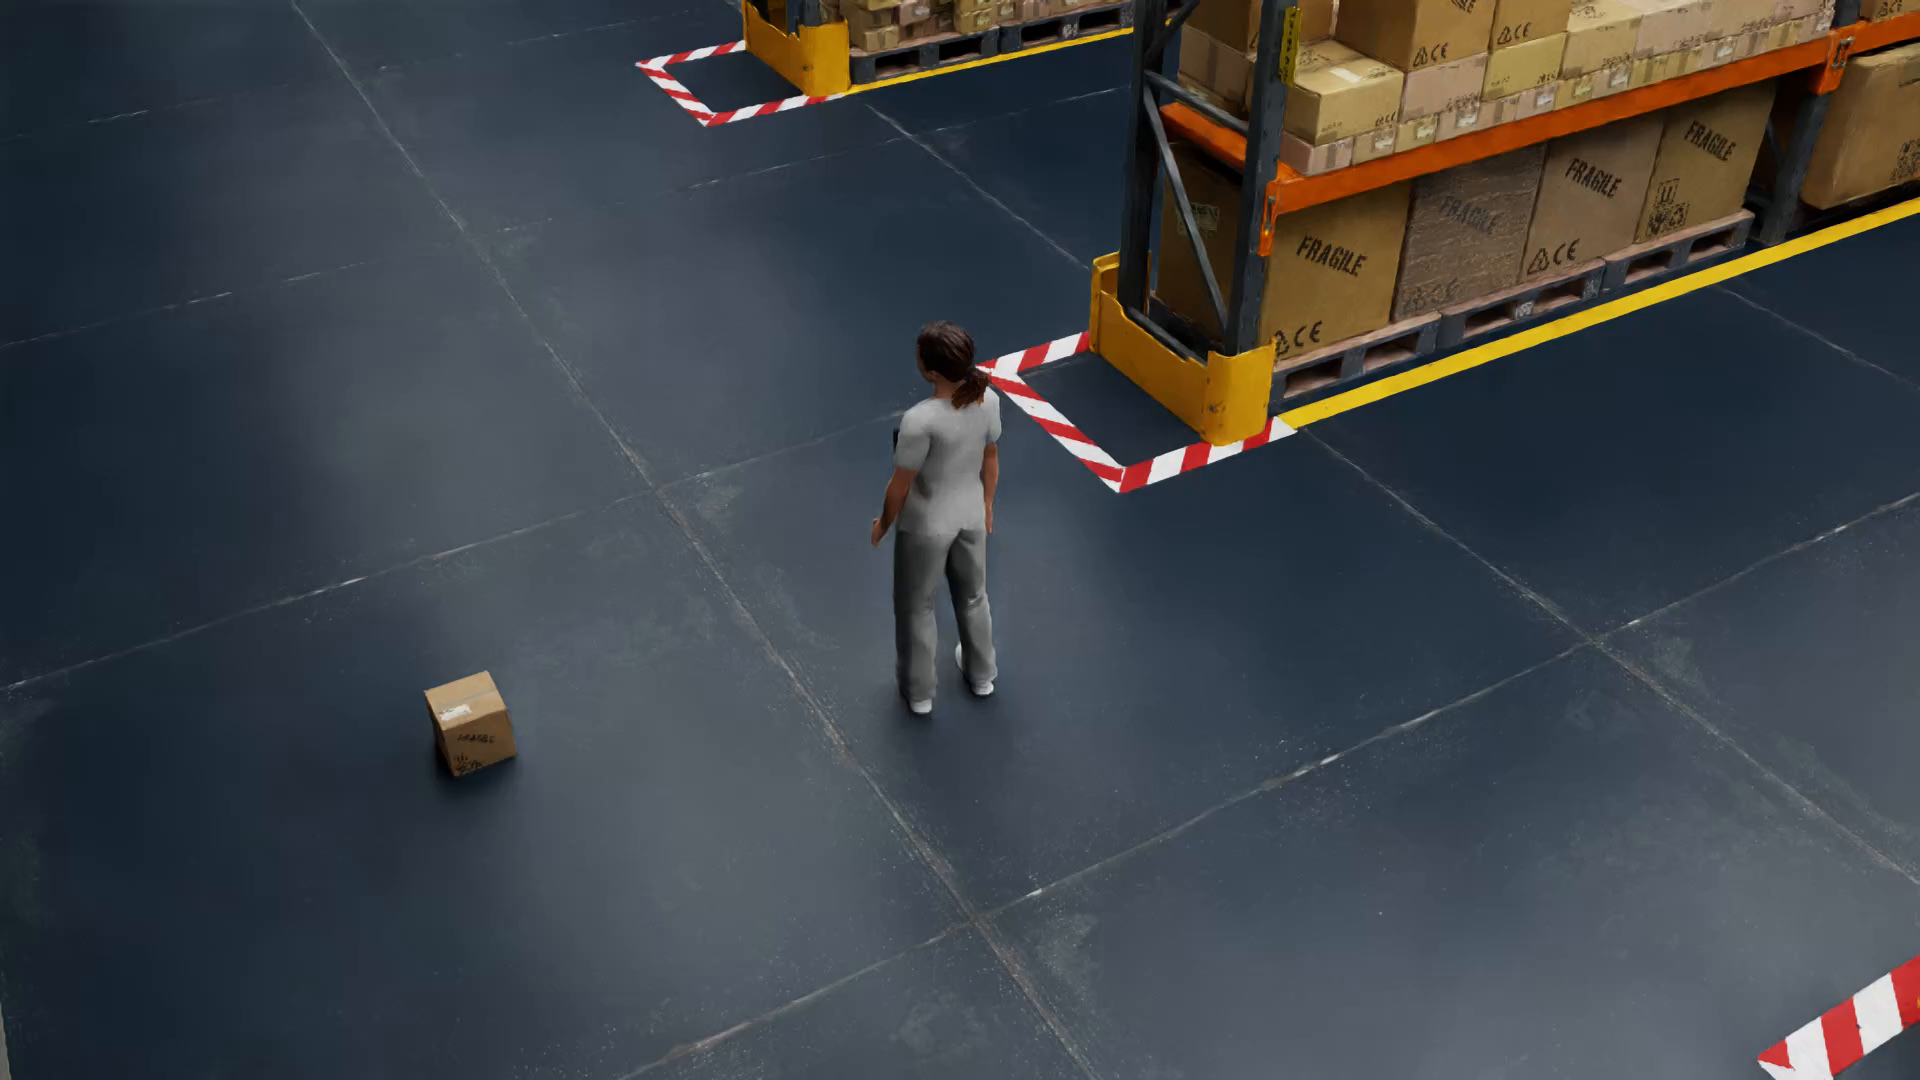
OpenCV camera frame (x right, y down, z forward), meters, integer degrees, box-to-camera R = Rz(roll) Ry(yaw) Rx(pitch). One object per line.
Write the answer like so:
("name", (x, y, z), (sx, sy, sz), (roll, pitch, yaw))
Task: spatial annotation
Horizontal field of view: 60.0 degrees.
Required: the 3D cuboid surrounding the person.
("person", (-0.074, -0.073, 6.210), (0.492, 1.681, 0.372), (-24, 43, -28))
